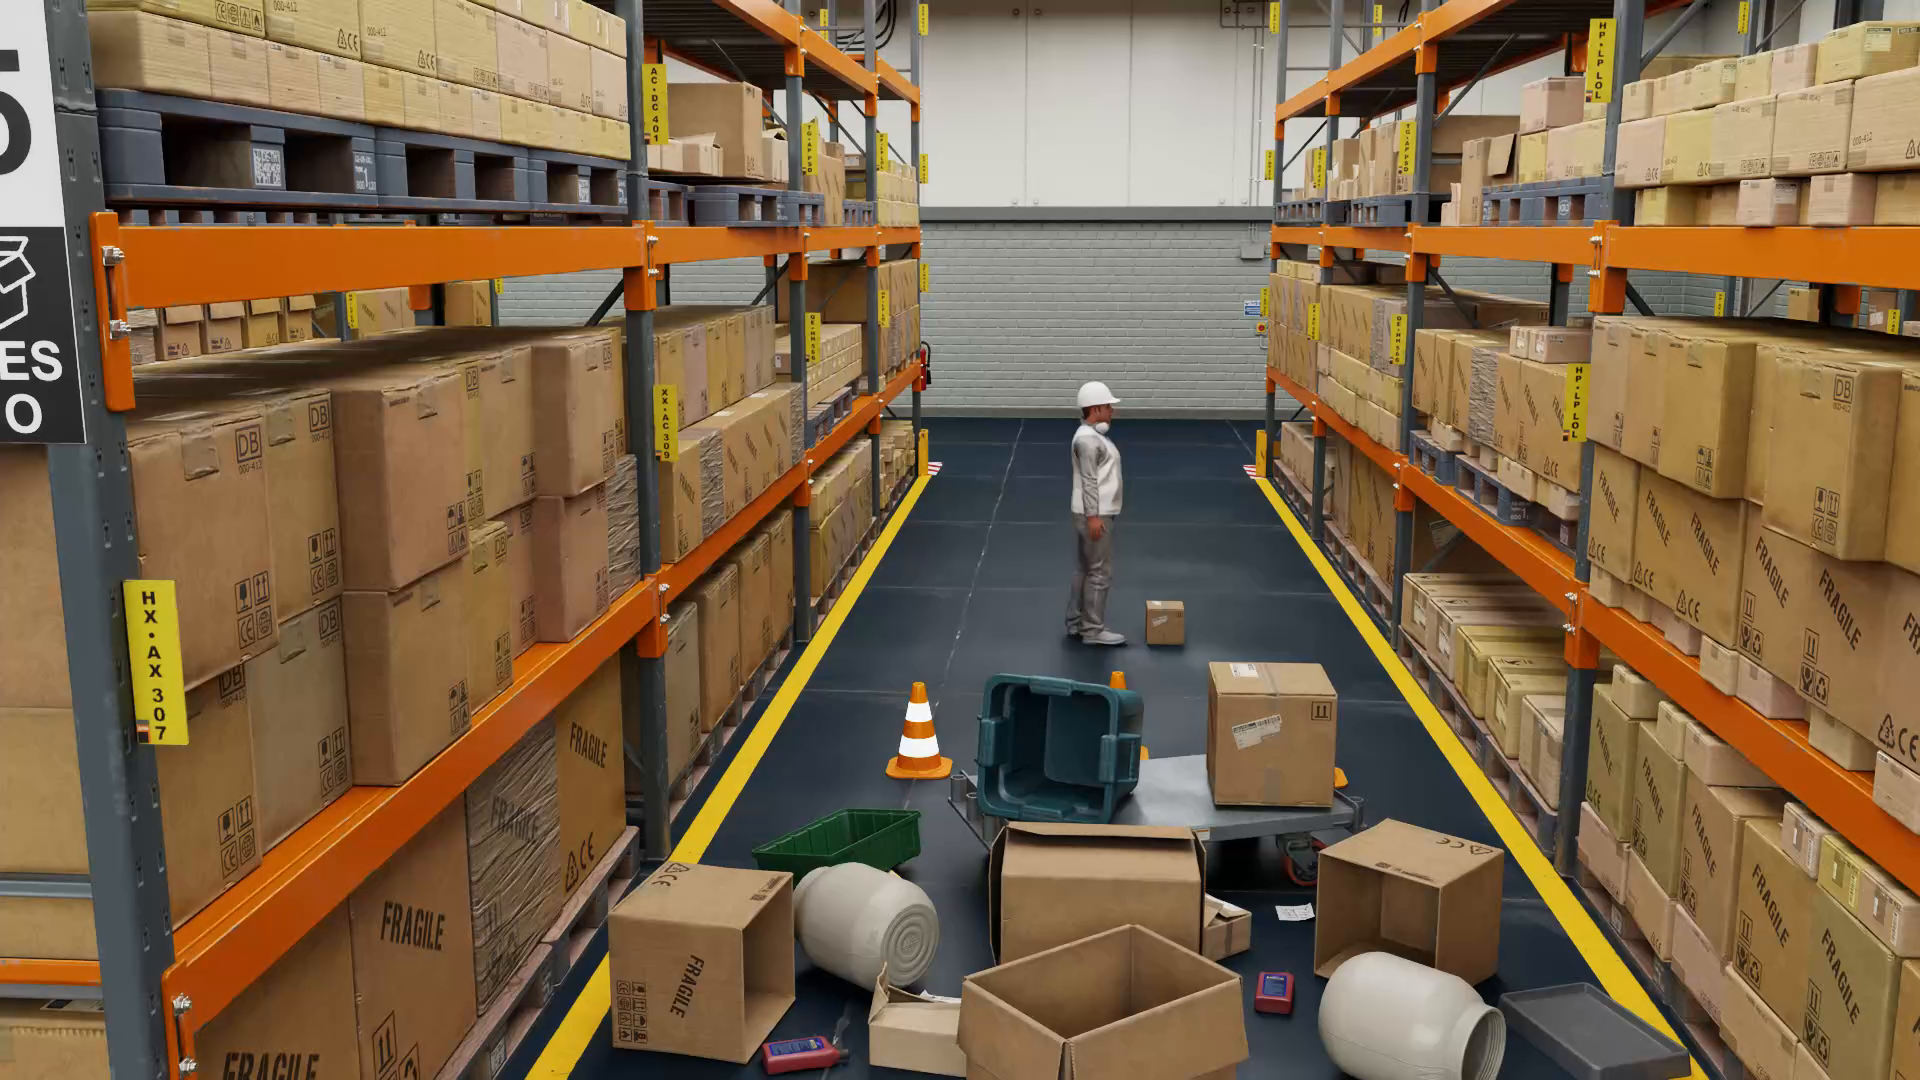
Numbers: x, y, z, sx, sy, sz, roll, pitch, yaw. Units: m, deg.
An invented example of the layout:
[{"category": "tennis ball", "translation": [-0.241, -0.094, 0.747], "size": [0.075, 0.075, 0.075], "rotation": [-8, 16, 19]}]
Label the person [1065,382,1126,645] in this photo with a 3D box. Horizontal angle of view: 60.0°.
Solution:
[{"category": "person", "translation": [0.934, -0.184, 11.337], "size": [0.422, 1.783, 0.539], "rotation": [1, 11, 5]}]
